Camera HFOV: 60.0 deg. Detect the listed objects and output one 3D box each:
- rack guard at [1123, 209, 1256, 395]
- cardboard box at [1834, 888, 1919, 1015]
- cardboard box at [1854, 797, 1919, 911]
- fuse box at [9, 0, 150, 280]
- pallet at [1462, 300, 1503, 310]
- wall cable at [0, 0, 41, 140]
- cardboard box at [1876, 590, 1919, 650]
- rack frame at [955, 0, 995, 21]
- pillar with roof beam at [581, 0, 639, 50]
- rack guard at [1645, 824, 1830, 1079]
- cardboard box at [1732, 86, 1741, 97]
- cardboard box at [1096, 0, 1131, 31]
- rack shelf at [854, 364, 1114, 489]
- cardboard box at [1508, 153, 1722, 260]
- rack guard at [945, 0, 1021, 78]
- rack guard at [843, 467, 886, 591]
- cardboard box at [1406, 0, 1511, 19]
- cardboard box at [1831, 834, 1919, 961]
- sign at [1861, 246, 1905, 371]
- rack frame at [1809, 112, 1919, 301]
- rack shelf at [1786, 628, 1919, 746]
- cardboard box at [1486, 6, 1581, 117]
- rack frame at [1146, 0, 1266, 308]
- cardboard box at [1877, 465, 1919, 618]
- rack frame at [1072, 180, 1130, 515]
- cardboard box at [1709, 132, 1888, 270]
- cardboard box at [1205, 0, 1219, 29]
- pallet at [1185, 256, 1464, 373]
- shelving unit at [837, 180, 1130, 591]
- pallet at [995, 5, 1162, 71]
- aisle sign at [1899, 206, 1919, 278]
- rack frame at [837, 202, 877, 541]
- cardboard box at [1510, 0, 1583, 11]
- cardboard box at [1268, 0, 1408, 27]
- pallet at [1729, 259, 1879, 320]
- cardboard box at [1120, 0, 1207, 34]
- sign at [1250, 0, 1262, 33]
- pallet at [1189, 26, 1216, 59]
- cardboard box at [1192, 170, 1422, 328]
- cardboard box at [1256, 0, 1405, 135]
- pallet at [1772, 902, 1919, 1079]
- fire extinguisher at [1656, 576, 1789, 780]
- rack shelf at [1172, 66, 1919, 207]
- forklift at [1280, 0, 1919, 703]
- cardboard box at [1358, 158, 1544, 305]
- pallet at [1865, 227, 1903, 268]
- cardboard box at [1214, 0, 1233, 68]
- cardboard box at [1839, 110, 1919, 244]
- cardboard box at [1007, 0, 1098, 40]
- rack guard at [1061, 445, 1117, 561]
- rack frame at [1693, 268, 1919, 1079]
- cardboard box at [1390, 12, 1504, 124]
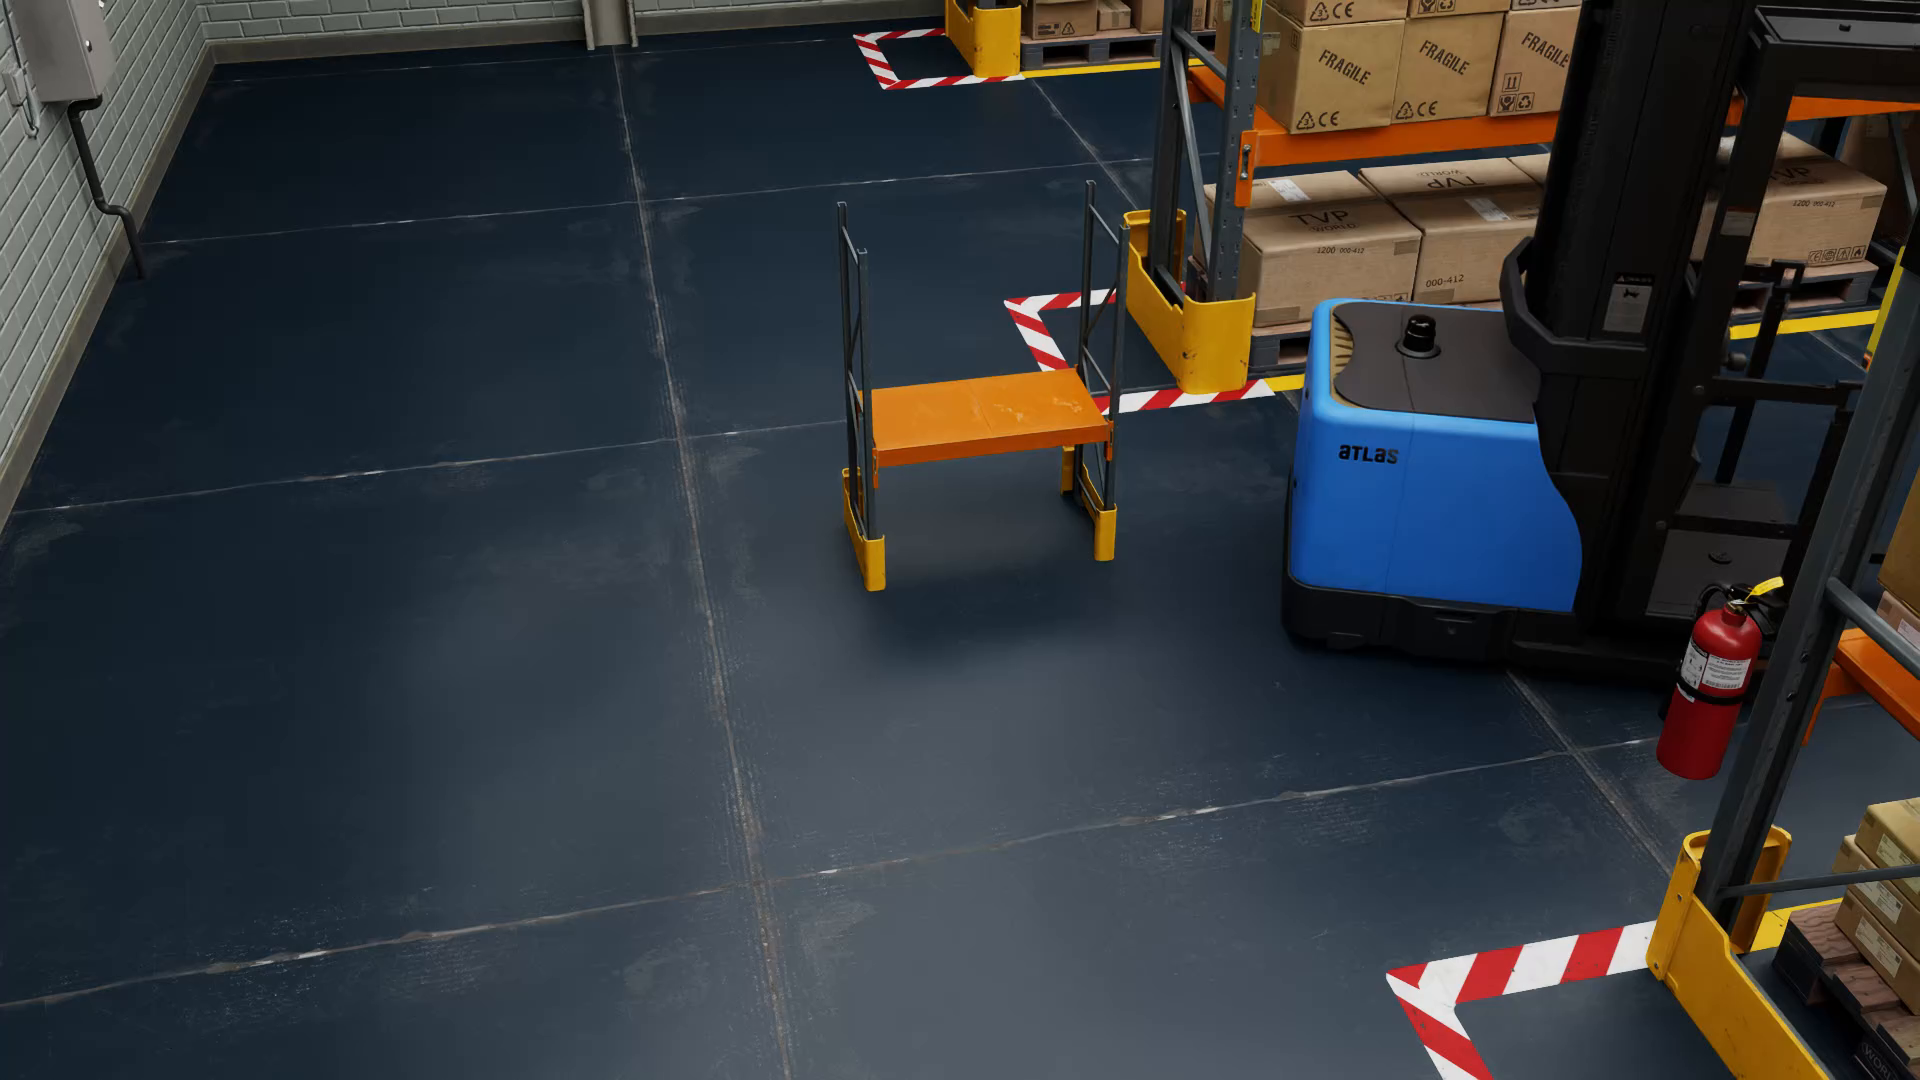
[{"bbox_3d":[1.165,-1.266,8.688,0.348,0.500,1.175,-7,35,-11],"label":"rack guard"},{"bbox_3d":[2.847,1.202,4.948,0.250,0.149,0.380,-7,34,-10],"label":"cardboard box"},{"bbox_3d":[2.840,0.930,4.819,0.250,0.149,0.380,-7,34,-10],"label":"cardboard box"},{"bbox_3d":[-4.627,-2.226,9.031,0.414,1.711,0.539,-7,35,-11],"label":"fuse box"},{"bbox_3d":[3.139,-1.438,9.203,1.213,0.211,1.003,-7,35,-11],"label":"pallet"},{"bbox_3d":[-4.630,-2.792,7.808,0.122,1.984,0.588,-7,35,-11],"label":"wall cable"},{"bbox_3d":[2.635,0.281,4.364,0.250,0.149,0.380,-7,35,-10],"label":"cardboard box"},{"bbox_3d":[0.090,-5.004,12.015,0.127,3.000,1.000,-7,35,-11],"label":"rack frame"},{"bbox_3d":[-1.789,-5.314,7.093,0.400,9.000,9.100,-7,35,-11],"label":"pillar with roof beam"},{"bbox_3d":[2.453,1.399,4.716,0.348,0.500,1.175,-7,35,-11],"label":"rack guard"},{"bbox_3d":[3.706,-2.508,8.206,0.500,0.500,0.500,-8,35,-11],"label":"cardboard box"},{"bbox_3d":[1.131,-4.050,12.774,0.250,0.149,0.380,-9,35,-12],"label":"cardboard box"},{"bbox_3d":[0.083,-0.484,6.948,1.000,0.185,0.538,-7,35,-11],"label":"rack shelf"},{"bbox_3d":[3.581,-1.780,9.133,0.875,0.438,0.875,-8,35,-12],"label":"cardboard box"},{"bbox_3d":[0.164,-3.976,12.726,0.348,0.500,1.175,-7,35,-11],"label":"rack guard"},{"bbox_3d":[-0.411,-0.052,7.103,0.087,0.250,0.587,-7,35,-11],"label":"rack guard"},{"bbox_3d":[2.222,-2.735,7.647,0.500,0.500,0.500,-8,35,-12],"label":"cardboard box"},{"bbox_3d":[2.831,1.037,4.928,0.250,0.149,0.380,-8,35,-12],"label":"cardboard box"},{"bbox_3d":[2.276,-0.545,4.048,0.005,0.325,0.100,-7,35,-11],"label":"sign"},{"bbox_3d":[5.090,-2.799,8.729,0.127,3.000,1.000,-7,35,-11],"label":"rack frame"},{"bbox_3d":[4.330,0.424,4.572,4.000,0.370,1.077,-7,35,-11],"label":"rack shelf"},{"bbox_3d":[2.708,-2.382,8.017,0.500,0.500,0.500,-7,35,-11],"label":"cardboard box"},{"bbox_3d":[1.189,-2.307,7.996,0.127,3.000,1.000,-7,35,-11],"label":"rack frame"},{"bbox_3d":[2.761,0.011,4.185,0.500,0.500,0.500,-6,34,-10],"label":"cardboard box"},{"bbox_3d":[0.579,-0.696,6.941,0.032,1.500,0.500,-7,35,-11],"label":"rack frame"},{"bbox_3d":[4.454,-1.890,9.298,0.875,0.438,0.875,-8,35,-11],"label":"cardboard box"},{"bbox_3d":[2.088,-4.259,12.771,0.500,0.500,0.500,-7,34,-10],"label":"cardboard box"},{"bbox_3d":[1.951,-1.290,8.983,1.213,0.211,1.003,-7,35,-11],"label":"pallet"},{"bbox_3d":[0.074,-0.632,6.846,1.083,1.500,0.587,-7,35,-11],"label":"shelving unit"},{"bbox_3d":[0.942,-3.954,12.953,1.213,0.211,1.003,-7,35,-11],"label":"pallet"},{"bbox_3d":[2.242,-0.863,3.511,0.004,0.787,0.394,-7,35,-11],"label":"aisle sign"},{"bbox_3d":[-0.413,-0.571,6.755,0.032,1.500,0.500,-7,35,-11],"label":"rack frame"},{"bbox_3d":[2.722,-2.803,7.748,0.500,0.500,0.500,-7,35,-11],"label":"cardboard box"},{"bbox_3d":[1.720,-2.668,7.547,0.500,0.500,0.500,-8,35,-12],"label":"cardboard box"},{"bbox_3d":[4.331,-1.590,9.430,1.213,0.211,1.003,-7,35,-11],"label":"pallet"},{"bbox_3d":[1.550,-4.248,12.755,0.500,0.500,0.700,-6,34,-9],"label":"cardboard box"},{"bbox_3d":[1.305,-2.397,7.282,0.005,0.325,0.100,-7,35,-11],"label":"sign"},{"bbox_3d":[2.129,-4.102,13.174,1.213,0.211,1.003,-7,35,-11],"label":"pallet"},{"bbox_3d":[1.810,-1.553,8.795,0.875,0.438,0.875,-8,35,-12],"label":"cardboard box"},{"bbox_3d":[1.720,-2.252,7.824,0.500,0.500,0.500,-7,35,-11],"label":"cardboard box"},{"bbox_3d":[3.254,1.439,4.917,1.213,0.211,1.003,-7,35,-11],"label":"pallet"},{"bbox_3d":[2.032,0.338,4.459,0.183,0.674,0.296,-7,35,-11],"label":"fire extinguisher"},{"bbox_3d":[3.139,-2.254,8.563,4.000,0.370,1.077,-7,35,-11],"label":"rack shelf"},{"bbox_3d":[2.847,-0.918,5.988,3.031,2.935,1.130,6,34,9],"label":"forklift"},{"bbox_3d":[2.701,-1.670,8.969,0.875,0.438,0.875,-6,34,-9],"label":"cardboard box"},{"bbox_3d":[5.826,-1.777,9.708,1.213,0.211,1.003,-7,35,-11],"label":"pallet"},{"bbox_3d":[1.601,-2.552,8.271,0.500,0.500,0.500,-7,34,-10],"label":"cardboard box"},{"bbox_3d":[5.677,-2.211,9.382,0.875,0.875,0.875,-6,34,-9],"label":"cardboard box"},{"bbox_3d":[0.708,-4.166,12.629,0.637,0.503,0.797,-9,35,-12],"label":"cardboard box"},{"bbox_3d":[0.560,-0.174,7.286,0.087,0.250,0.587,-7,35,-11],"label":"rack guard"},{"bbox_3d":[2.379,0.371,4.005,0.127,3.000,1.000,-7,35,-11],"label":"rack frame"},{"bbox_3d":[2.207,-2.329,7.939,0.500,0.500,0.500,-8,35,-11],"label":"cardboard box"}]
